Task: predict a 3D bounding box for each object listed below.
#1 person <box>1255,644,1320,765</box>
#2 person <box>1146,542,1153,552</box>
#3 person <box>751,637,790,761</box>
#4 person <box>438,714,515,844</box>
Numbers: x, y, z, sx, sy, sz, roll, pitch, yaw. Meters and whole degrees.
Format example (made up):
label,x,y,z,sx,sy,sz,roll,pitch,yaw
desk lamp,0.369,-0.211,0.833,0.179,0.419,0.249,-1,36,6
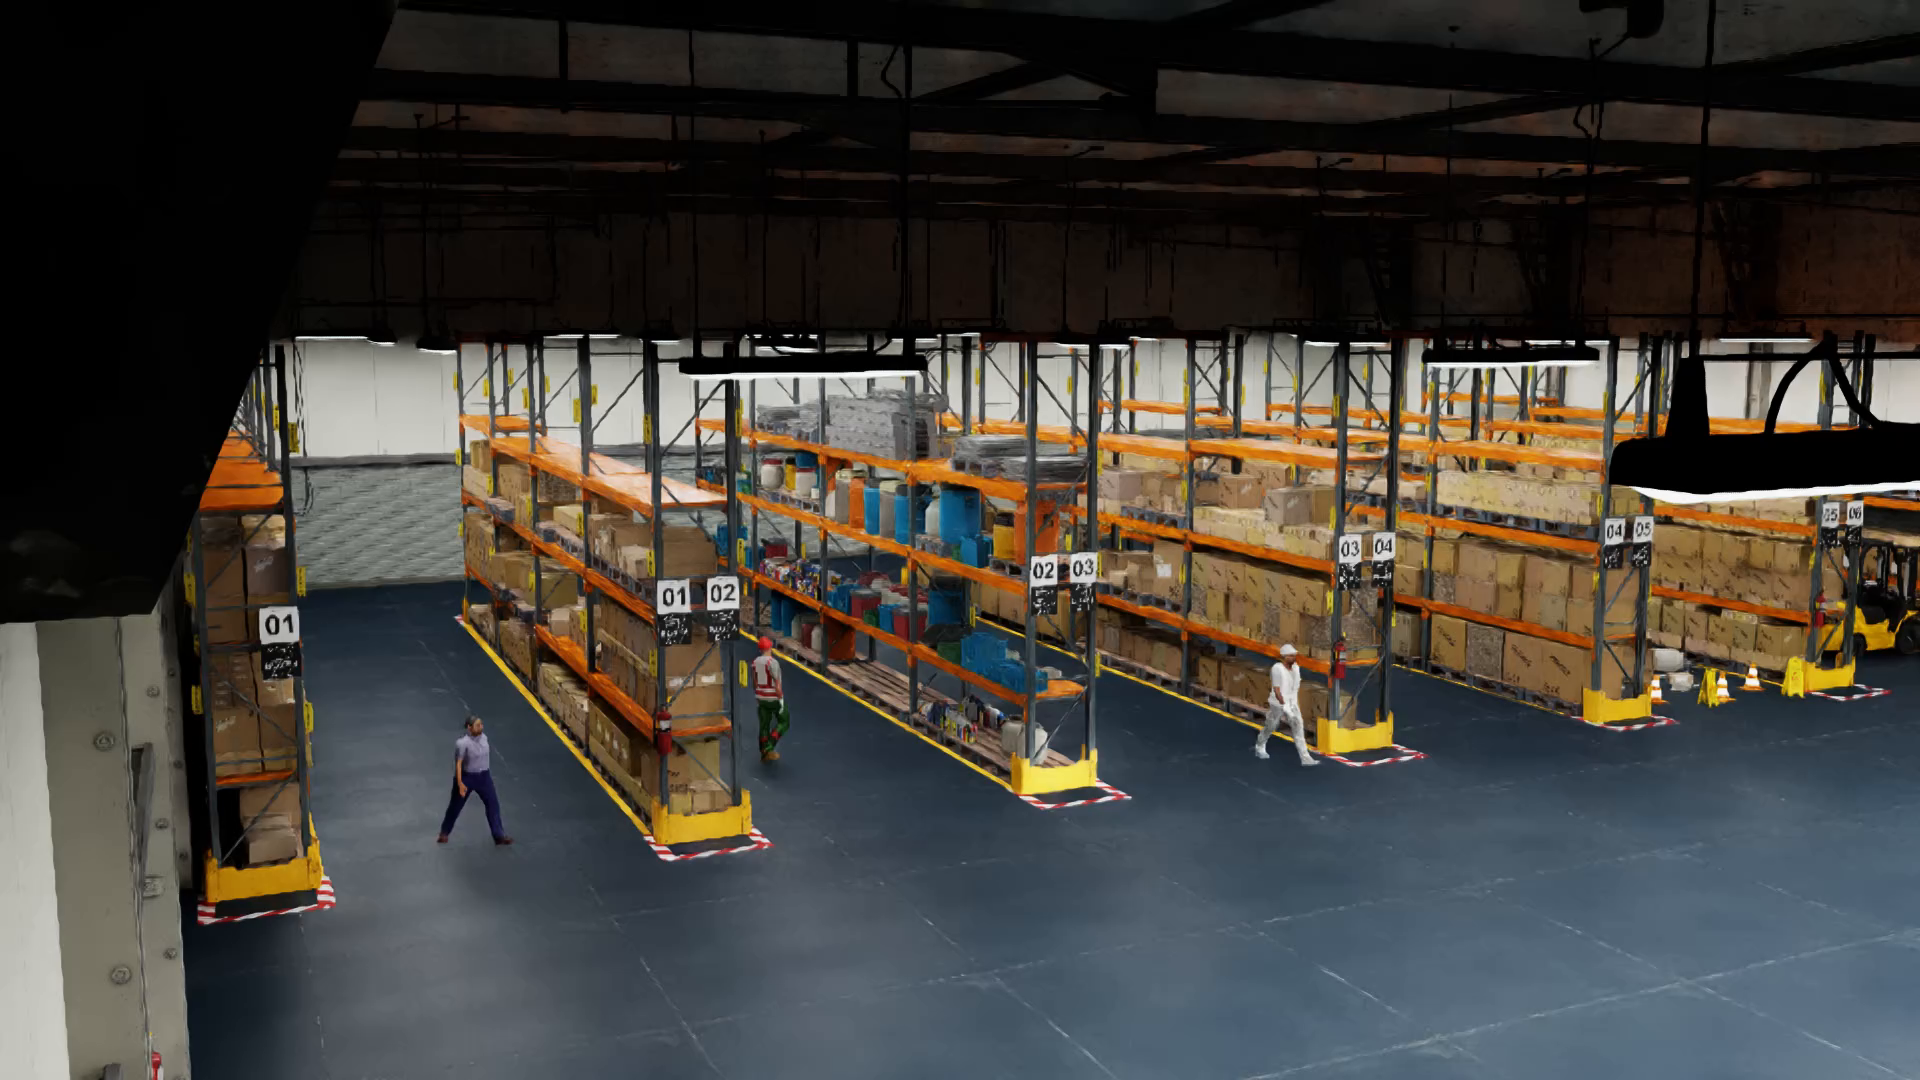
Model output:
label,x,y,z,sx,sy,sz,roll,pitch,yaw
person,4.603,2.311,23.476,0.554,1.723,1.027,-5,9,-32
person,4.988,-0.265,42.806,0.651,1.655,0.490,6,9,36
person,-2.727,2.263,23.666,0.598,1.786,0.444,6,10,38
person,-5.848,2.851,19.874,0.918,1.590,0.572,6,10,38
